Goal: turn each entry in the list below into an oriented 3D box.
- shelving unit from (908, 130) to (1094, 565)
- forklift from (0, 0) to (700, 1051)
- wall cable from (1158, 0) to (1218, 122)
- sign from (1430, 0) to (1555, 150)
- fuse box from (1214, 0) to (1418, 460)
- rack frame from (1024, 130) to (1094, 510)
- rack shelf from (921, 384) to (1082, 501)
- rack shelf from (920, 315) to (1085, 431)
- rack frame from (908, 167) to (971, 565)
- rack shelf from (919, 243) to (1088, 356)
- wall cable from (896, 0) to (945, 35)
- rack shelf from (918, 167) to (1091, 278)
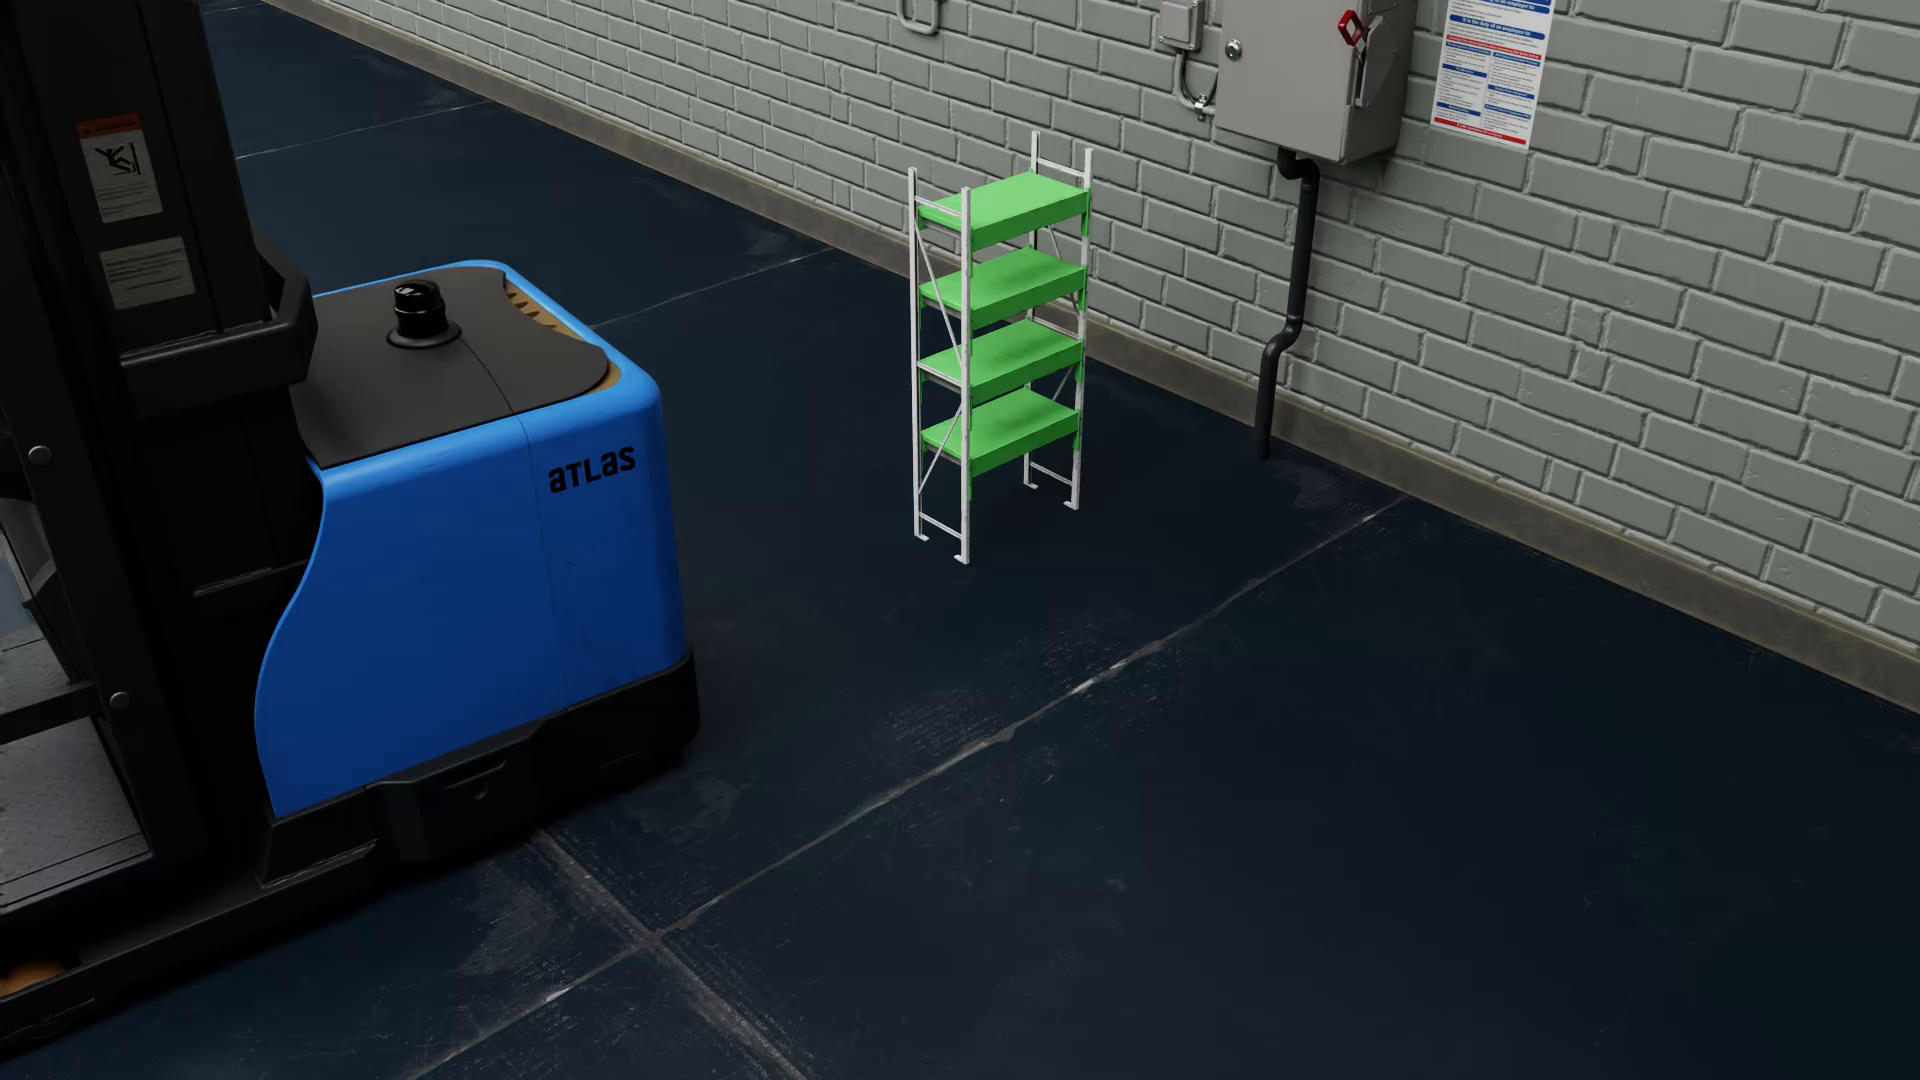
[{"bbox_3d":[0.121,-0.571,5.033,0.503,1.200,0.258,-26,40,-35],"label":"shelving unit"},{"bbox_3d":[-2.167,-0.450,3.176,3.031,2.935,1.130,-21,37,-30],"label":"forklift"},{"bbox_3d":[0.681,-2.298,5.160,0.122,1.984,0.588,-26,40,-35],"label":"wall cable"},{"bbox_3d":[1.517,-1.392,4.742,0.001,0.494,0.329,-26,40,-35],"label":"sign"},{"bbox_3d":[1.030,-0.998,5.243,0.414,1.711,0.539,-26,40,-35],"label":"fuse box"},{"bbox_3d":[0.300,-0.657,5.175,0.015,1.200,0.240,-26,40,-35],"label":"rack frame"},{"bbox_3d":[0.121,-0.311,5.192,0.480,0.148,0.258,-26,40,-35],"label":"rack shelf"},{"bbox_3d":[0.121,-0.516,5.066,0.480,0.148,0.258,-26,40,-35],"label":"rack shelf"},{"bbox_3d":[-0.058,-0.484,4.891,0.015,1.200,0.240,-26,40,-35],"label":"rack frame"},{"bbox_3d":[0.121,-0.721,4.941,0.480,0.148,0.258,-26,40,-35],"label":"rack shelf"},{"bbox_3d":[-0.292,-2.850,6.032,0.123,1.953,0.585,-26,40,-35],"label":"wall cable"},{"bbox_3d":[0.121,-0.926,4.816,0.480,0.148,0.258,-26,40,-35],"label":"rack shelf"}]
